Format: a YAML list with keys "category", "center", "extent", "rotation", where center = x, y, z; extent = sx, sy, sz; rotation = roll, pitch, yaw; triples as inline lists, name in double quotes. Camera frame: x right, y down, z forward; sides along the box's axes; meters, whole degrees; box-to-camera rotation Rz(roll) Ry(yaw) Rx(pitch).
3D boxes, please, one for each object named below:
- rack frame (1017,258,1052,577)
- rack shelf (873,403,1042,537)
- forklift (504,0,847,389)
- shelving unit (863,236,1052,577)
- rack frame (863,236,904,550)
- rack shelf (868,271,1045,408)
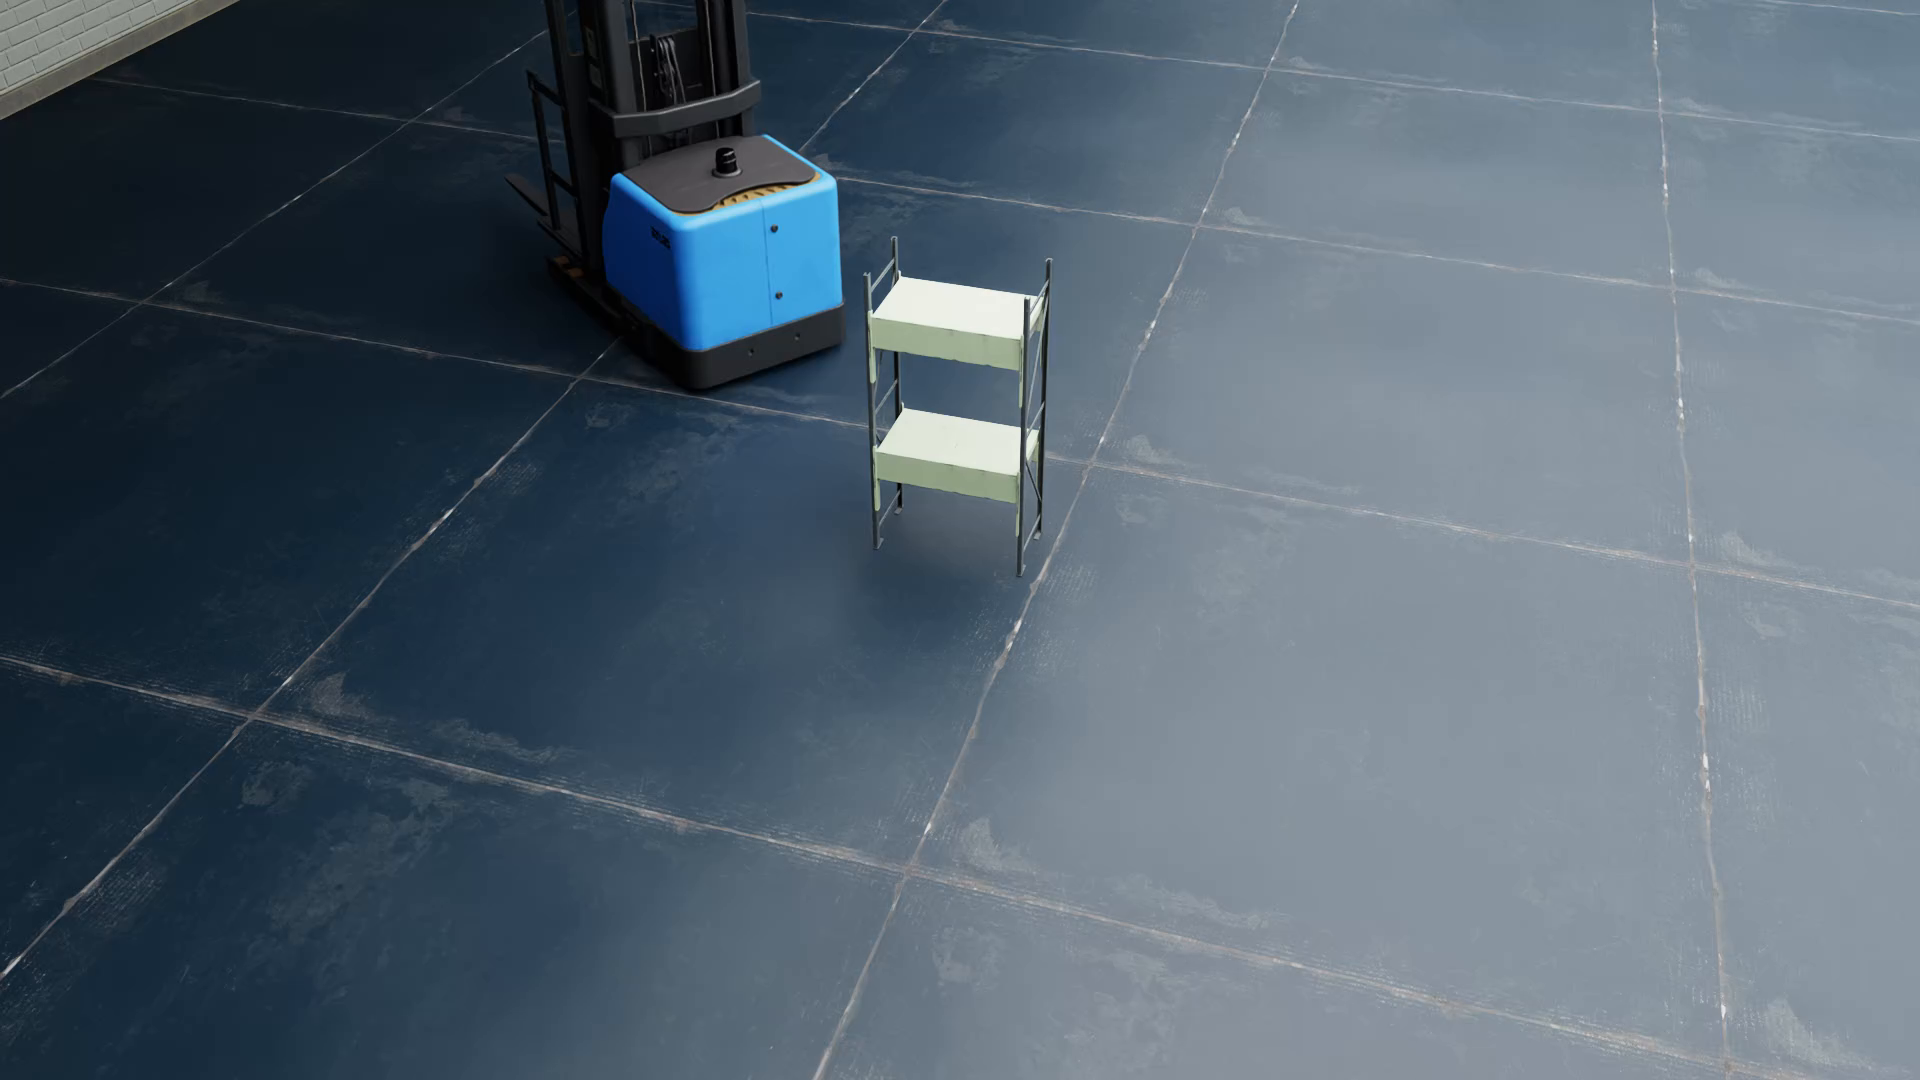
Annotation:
- category: "rack frame"
  center: [0.343, -0.541, 7.719]
  extent: [0.023, 1.500, 0.400]
  rotation: [10, 38, 14]
- category: "rack shelf"
  center: [-0.006, -0.343, 8.000]
  extent: [0.720, 0.370, 0.431]
  rotation: [10, 38, 14]
- category: "forklift"
  center: [-1.928, -2.851, 9.650]
  extent: [1.130, 2.935, 3.031]
  rotation: [-23, 42, -28]
- category: "shelving unit"
  center: [-0.006, -0.605, 7.807]
  extent: [0.755, 1.500, 0.431]
  rotation: [10, 38, 14]
- category: "rack frame"
  center: [-0.356, -0.670, 7.895]
  extent: [0.023, 1.500, 0.400]
  rotation: [10, 38, 14]
- category: "rack shelf"
  center: [-0.006, -0.919, 7.576]
  extent: [0.720, 0.370, 0.431]
  rotation: [10, 38, 14]
